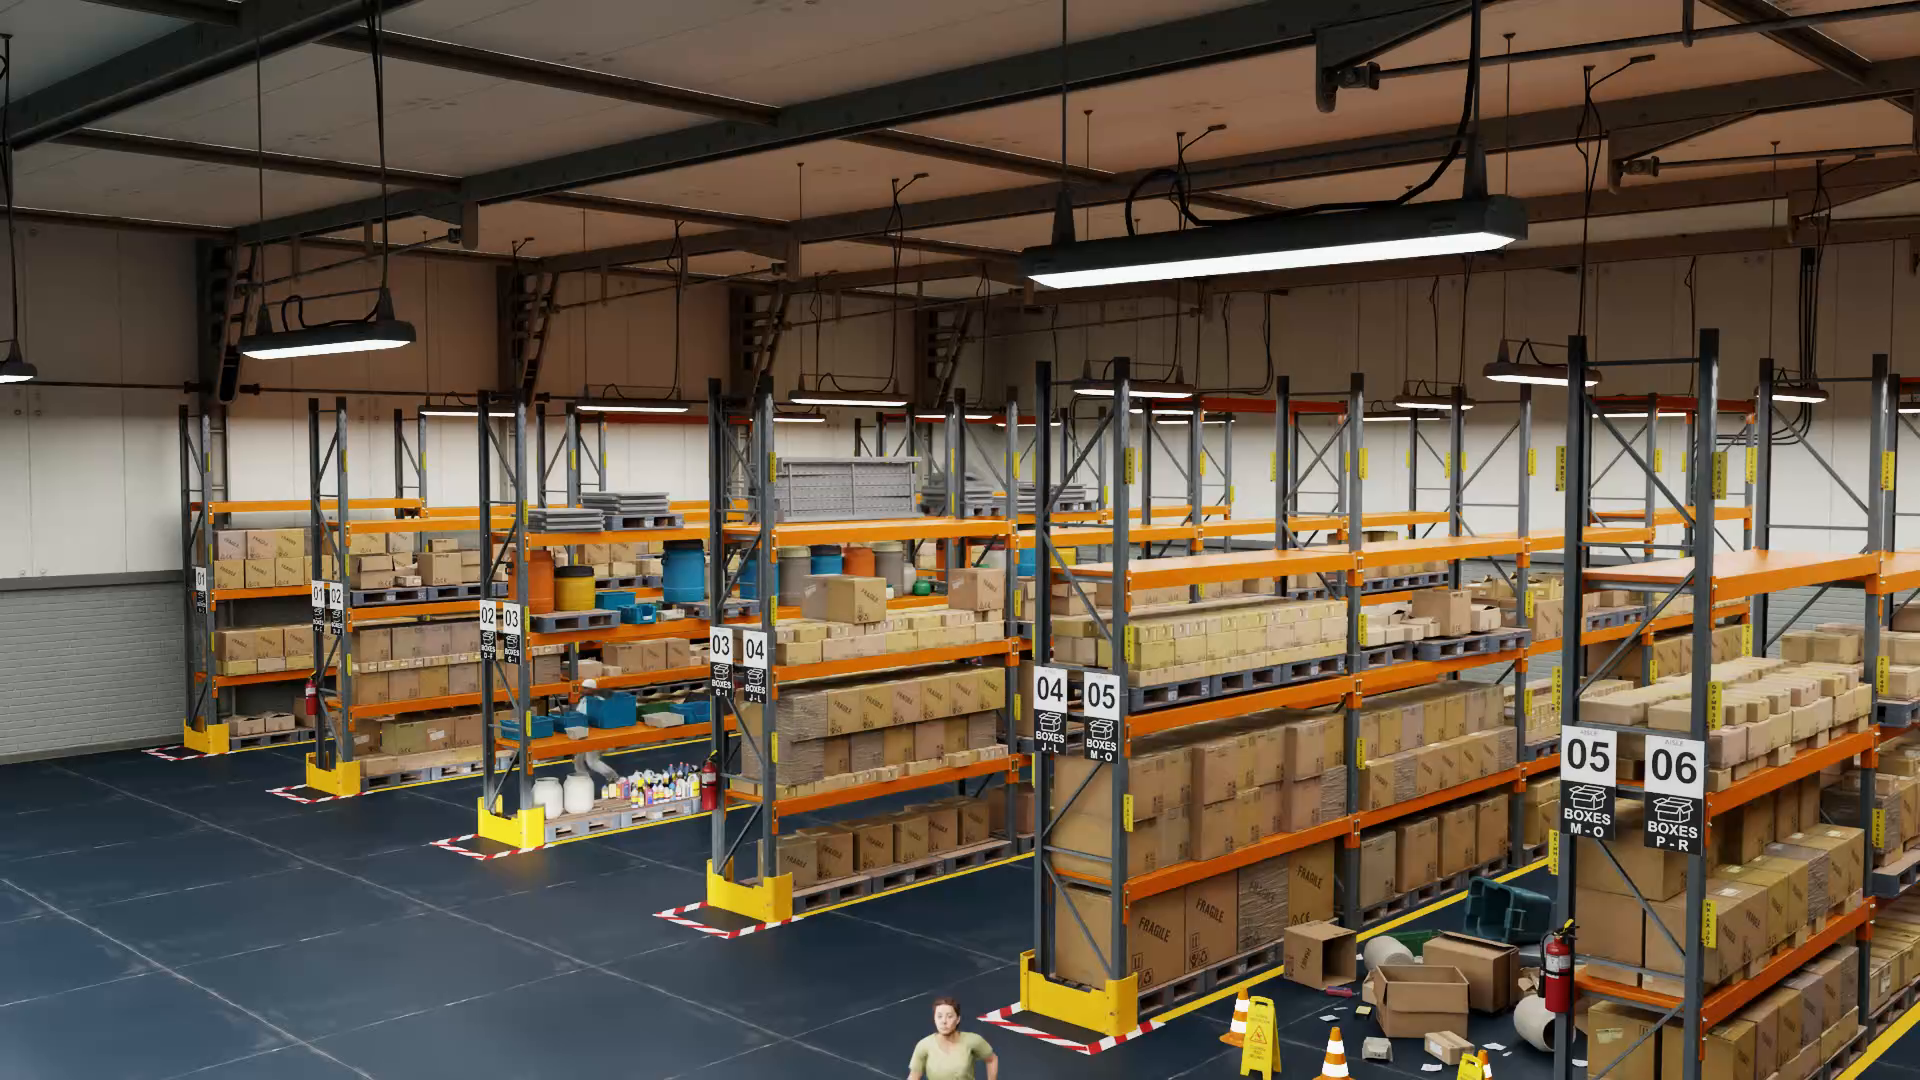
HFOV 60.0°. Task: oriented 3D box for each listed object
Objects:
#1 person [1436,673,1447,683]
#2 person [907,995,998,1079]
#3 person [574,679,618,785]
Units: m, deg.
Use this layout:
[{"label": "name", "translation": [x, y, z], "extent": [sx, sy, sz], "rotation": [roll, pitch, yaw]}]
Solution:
[{"label": "person", "translation": [7.721, 2.928, 26.637], "extent": [0.664, 1.684, 0.602], "rotation": [2, 4, 33]}, {"label": "person", "translation": [-0.052, 3.775, 10.780], "extent": [0.591, 1.625, 0.574], "rotation": [0, 3, 2]}, {"label": "person", "translation": [-5.552, 2.962, 25.006], "extent": [0.701, 1.769, 0.827], "rotation": [3, 4, 42]}]
